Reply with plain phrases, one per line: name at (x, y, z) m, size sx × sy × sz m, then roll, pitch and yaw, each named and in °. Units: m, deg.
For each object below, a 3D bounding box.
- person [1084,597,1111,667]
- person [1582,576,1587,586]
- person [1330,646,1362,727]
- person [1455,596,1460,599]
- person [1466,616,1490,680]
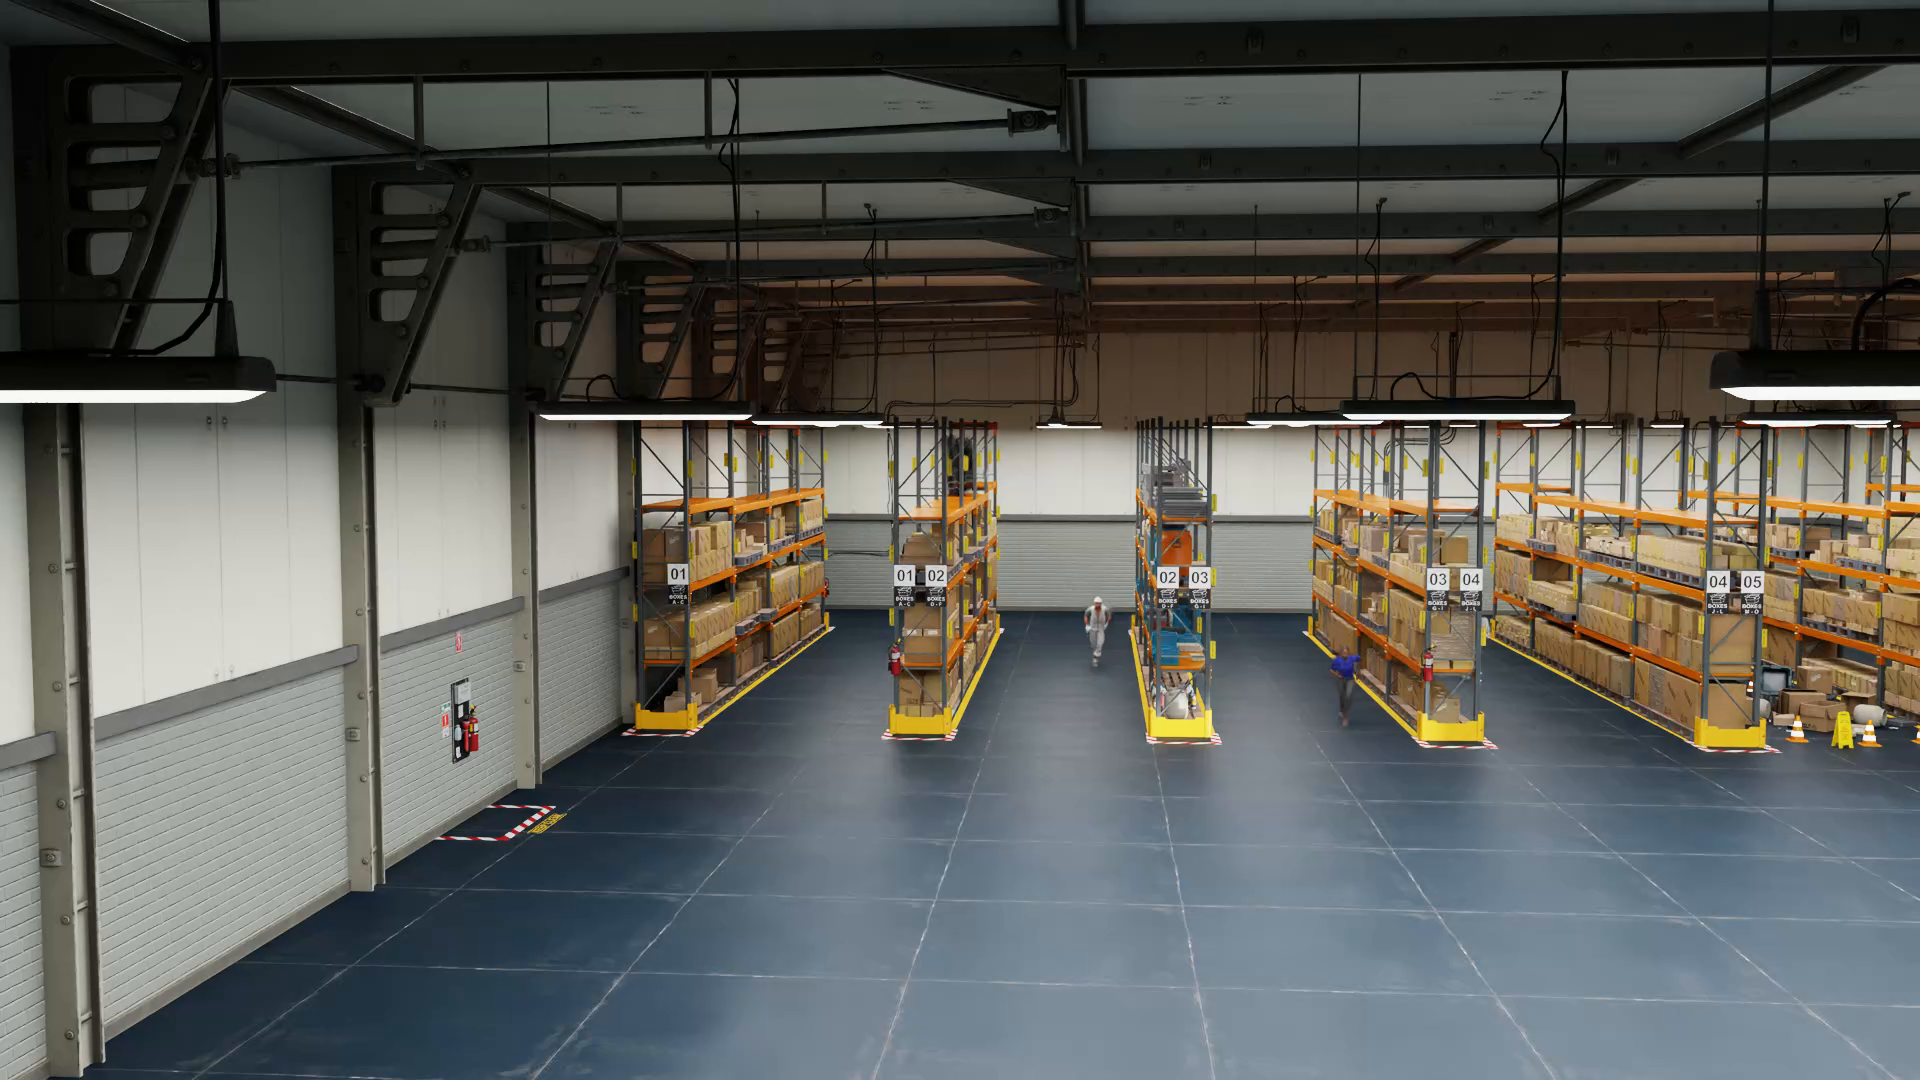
person at (3.370, 2.229, 40.738) m, size 0.659 × 1.722 × 0.911 m, roll 0°, pitch 4°, yaw -2°
person at (16.848, 1.909, 44.910) m, size 0.646 × 1.847 × 0.797 m, roll 0°, pitch 4°, yaw -1°
person at (7.568, 2.839, 32.626) m, size 0.617 × 1.615 × 0.954 m, roll 1°, pitch 4°, yaw 12°
person at (13.709, 1.887, 46.718) m, size 0.759 × 1.609 × 0.610 m, roll 3°, pitch 5°, yaw 37°
person at (11.745, 2.357, 38.118) m, size 0.690 × 1.707 × 0.963 m, roll 0°, pitch 4°, yaw -4°
